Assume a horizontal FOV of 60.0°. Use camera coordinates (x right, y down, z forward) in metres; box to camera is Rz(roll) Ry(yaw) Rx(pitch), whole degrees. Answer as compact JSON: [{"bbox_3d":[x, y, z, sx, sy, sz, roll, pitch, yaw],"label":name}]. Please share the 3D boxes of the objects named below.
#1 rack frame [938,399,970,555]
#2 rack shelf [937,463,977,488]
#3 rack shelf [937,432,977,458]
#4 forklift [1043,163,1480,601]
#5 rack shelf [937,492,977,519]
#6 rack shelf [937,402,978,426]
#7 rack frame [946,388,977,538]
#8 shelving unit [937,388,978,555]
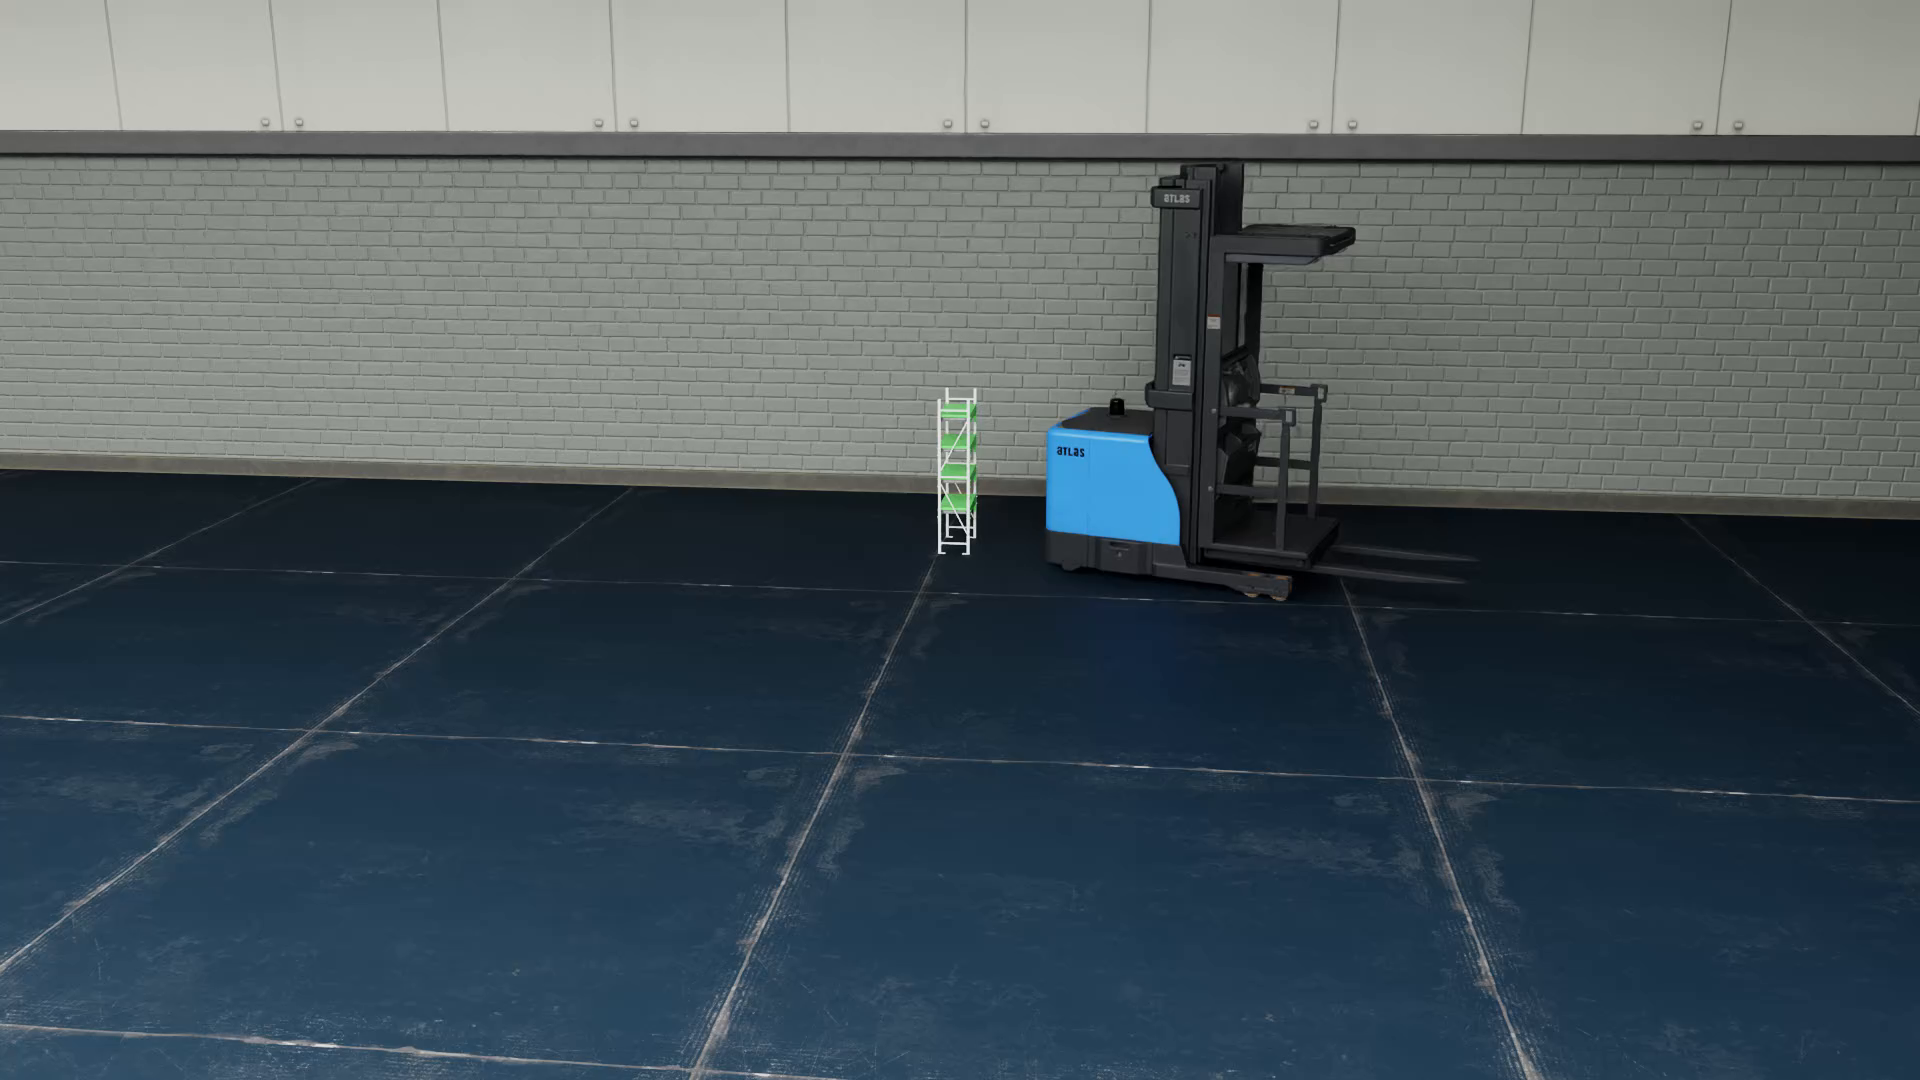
[{"bbox_3d":[-0.046,-0.473,12.613,0.240,1.200,0.015,2,15,6],"label":"rack frame"},{"bbox_3d":[-0.019,-0.475,12.863,0.258,0.148,0.480,2,15,6],"label":"rack shelf"},{"bbox_3d":[-0.019,-0.706,12.801,0.258,0.148,0.480,2,15,6],"label":"rack shelf"},{"bbox_3d":[2.181,-1.150,11.799,3.031,2.935,1.130,7,17,23],"label":"forklift"},{"bbox_3d":[-0.019,-0.243,12.926,0.258,0.148,0.480,2,15,6],"label":"rack shelf"},{"bbox_3d":[-0.019,-0.938,12.738,0.258,0.148,0.480,2,15,6],"label":"rack shelf"},{"bbox_3d":[0.009,-0.600,13.081,0.240,1.200,0.015,2,15,6],"label":"rack frame"},{"bbox_3d":[-0.019,-0.536,12.847,0.258,1.200,0.503,2,15,6],"label":"shelving unit"}]
